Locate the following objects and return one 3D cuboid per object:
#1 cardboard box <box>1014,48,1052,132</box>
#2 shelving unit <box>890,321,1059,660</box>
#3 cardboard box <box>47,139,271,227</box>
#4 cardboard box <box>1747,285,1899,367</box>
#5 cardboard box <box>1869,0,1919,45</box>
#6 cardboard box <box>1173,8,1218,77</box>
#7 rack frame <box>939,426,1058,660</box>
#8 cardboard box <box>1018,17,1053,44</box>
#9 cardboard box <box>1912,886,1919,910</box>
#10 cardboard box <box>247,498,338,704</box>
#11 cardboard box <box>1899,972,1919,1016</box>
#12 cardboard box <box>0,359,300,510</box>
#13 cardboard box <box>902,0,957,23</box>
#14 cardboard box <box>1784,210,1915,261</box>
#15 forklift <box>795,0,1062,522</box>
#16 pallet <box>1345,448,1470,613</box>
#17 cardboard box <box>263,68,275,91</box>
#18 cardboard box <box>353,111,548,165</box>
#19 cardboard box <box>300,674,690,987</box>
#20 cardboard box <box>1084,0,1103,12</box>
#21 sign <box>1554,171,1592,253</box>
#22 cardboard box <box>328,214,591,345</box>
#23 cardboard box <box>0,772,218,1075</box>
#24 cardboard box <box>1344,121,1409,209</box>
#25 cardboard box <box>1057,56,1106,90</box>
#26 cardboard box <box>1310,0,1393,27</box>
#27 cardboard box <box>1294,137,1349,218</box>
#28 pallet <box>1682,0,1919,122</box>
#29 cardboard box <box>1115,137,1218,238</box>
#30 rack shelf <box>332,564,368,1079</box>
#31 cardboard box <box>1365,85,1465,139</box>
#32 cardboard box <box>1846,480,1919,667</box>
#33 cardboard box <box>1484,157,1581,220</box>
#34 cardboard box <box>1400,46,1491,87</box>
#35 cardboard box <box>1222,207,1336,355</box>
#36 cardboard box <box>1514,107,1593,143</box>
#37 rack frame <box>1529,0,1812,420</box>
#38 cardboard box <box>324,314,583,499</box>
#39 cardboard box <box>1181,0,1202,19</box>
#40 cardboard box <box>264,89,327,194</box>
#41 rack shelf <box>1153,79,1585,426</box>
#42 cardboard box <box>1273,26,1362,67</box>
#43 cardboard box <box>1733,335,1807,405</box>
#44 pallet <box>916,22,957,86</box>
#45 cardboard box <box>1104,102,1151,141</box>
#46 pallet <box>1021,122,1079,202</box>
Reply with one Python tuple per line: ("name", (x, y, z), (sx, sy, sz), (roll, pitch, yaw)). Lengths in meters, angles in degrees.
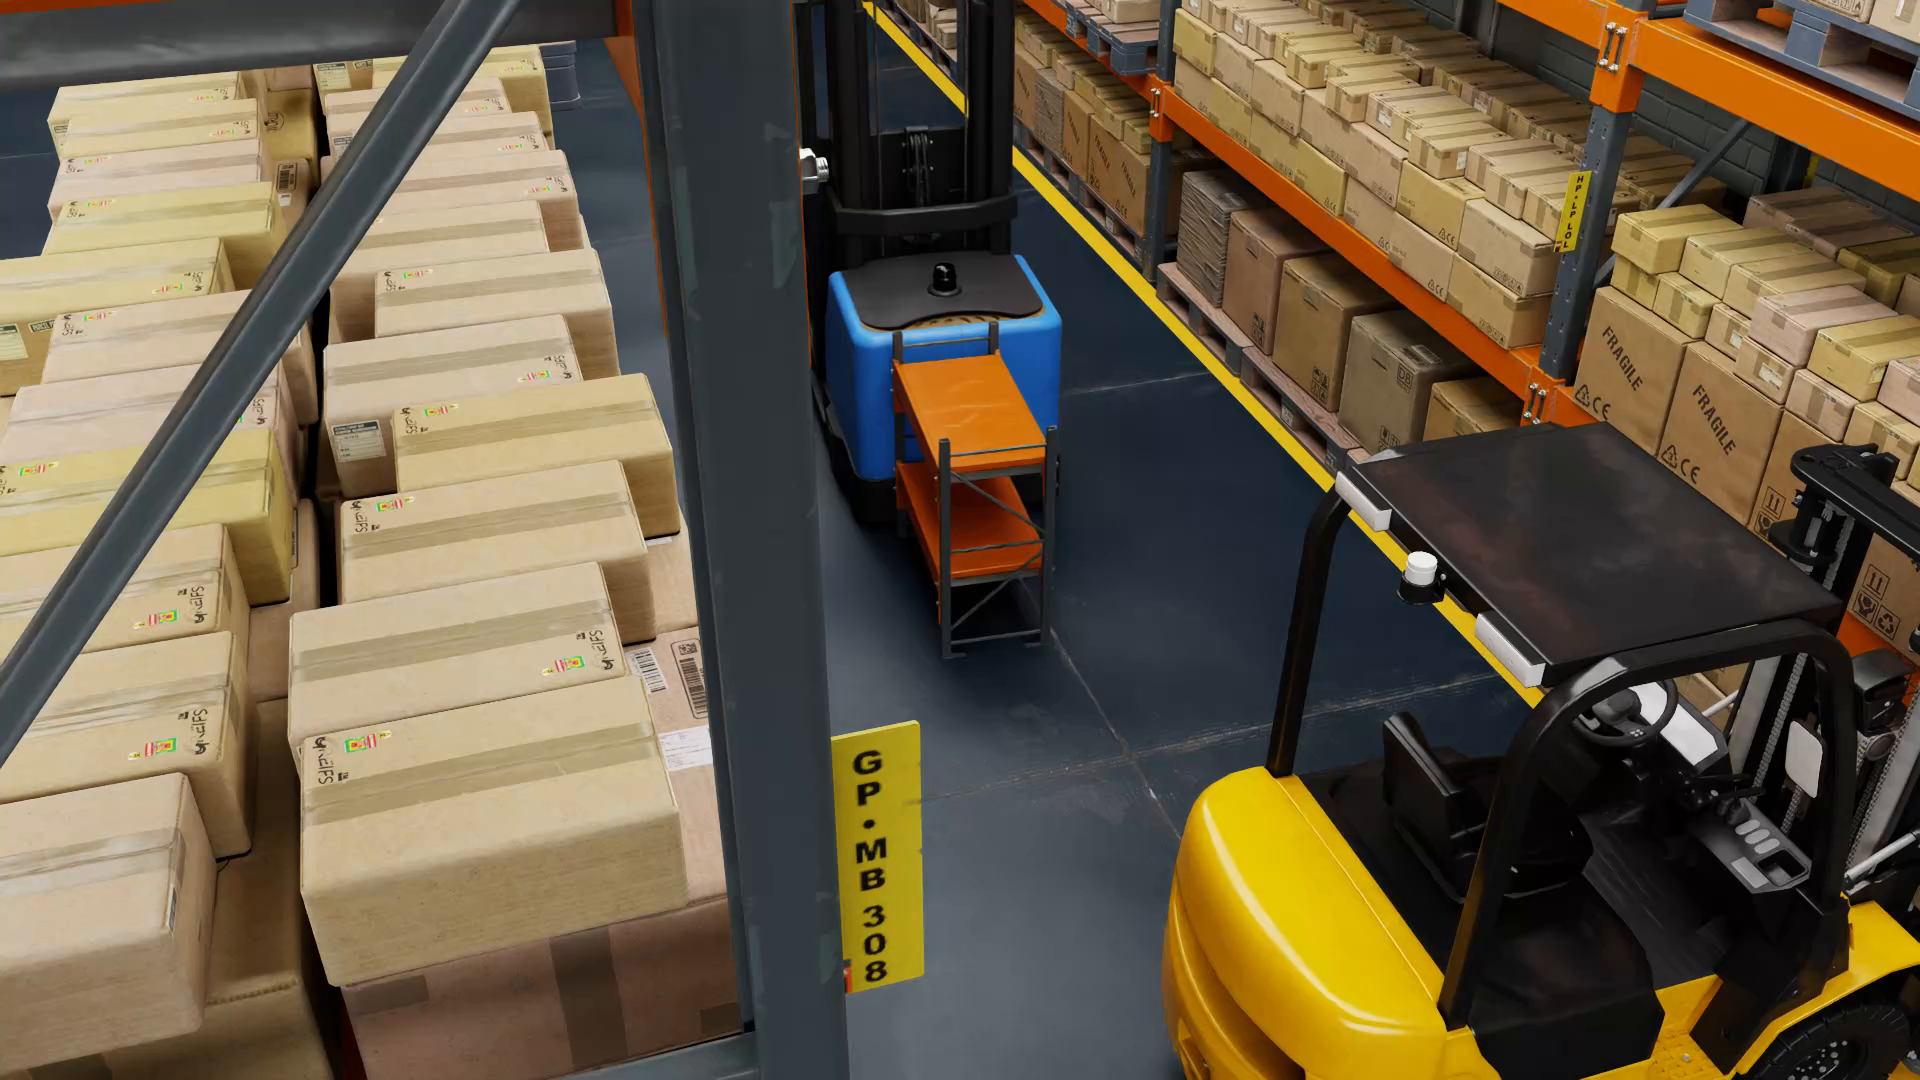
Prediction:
("cardboard box", (0.718, -3.424, 12.598), (0.500, 0.500, 0.500), (-11, 35, -16))
("shelving unit", (0.048, -0.243, 7.597), (0.538, 1.125, 1.048), (-7, 34, -11))
("cardboard box", (-1.586, -0.672, 3.330), (0.380, 0.149, 0.250), (-11, 35, -15))
("cardboard box", (2.953, -0.737, 5.695), (0.380, 0.149, 0.250), (-9, 35, -14))
("cardboard box", (2.987, -1.598, 4.983), (0.380, 0.149, 0.250), (-9, 35, -13))
("cardboard box", (1.564, -2.892, 9.589), (0.500, 0.250, 0.500), (-10, 35, -15))
("rack frame", (0.160, 0.030, 7.184), (0.500, 1.125, 0.032), (-7, 34, -11))
("cardboard box", (0.665, -3.888, 12.711), (0.380, 0.149, 0.250), (-11, 35, -16))
("cardboard box", (3.359, 1.203, 5.368), (0.500, 0.250, 0.500), (-11, 35, -16))
("cardboard box", (-1.153, 0.209, 2.358), (0.500, 0.250, 0.500), (-10, 35, -15))
("cardboard box", (3.394, 1.427, 5.483), (0.500, 0.250, 0.500), (-10, 35, -14))
("cardboard box", (-1.219, -0.139, 2.523), (0.380, 0.149, 0.250), (-10, 35, -15))
("cardboard box", (-0.119, -5.020, 15.012), (0.700, 0.500, 0.500), (-11, 35, -17))
("cardboard box", (3.327, -1.105, 6.253), (0.380, 0.149, 0.250), (-11, 35, -16))
("forklift", (-0.320, -2.118, 8.797), (1.130, 2.935, 3.031), (-7, 34, -11))
("pallet", (2.643, -0.141, 8.272), (1.003, 0.211, 1.213), (-10, 35, -15))
("cardboard box", (-1.929, -1.215, 4.152), (0.380, 0.149, 0.250), (-9, 35, -13))
("cardboard box", (-1.056, -0.768, 3.474), (0.380, 0.149, 0.250), (-10, 35, -14))
("cardboard box", (-0.515, 0.312, 1.841), (0.380, 0.149, 0.250), (-10, 35, -15))
("cardboard box", (1.055, -3.637, 10.788), (0.500, 0.250, 0.500), (-12, 35, -17))
("sign", (2.391, -1.278, 6.485), (0.100, 0.325, 0.005), (-10, 35, -15))
("cardboard box", (-0.963, -0.415, 3.302), (0.500, 0.250, 0.500), (-9, 35, -14))
("cardboard box", (-0.985, 0.405, 1.700), (0.380, 0.149, 0.250), (-10, 35, -14))
("cardboard box", (2.198, -1.824, 7.971), (0.500, 0.250, 0.500), (-9, 35, -14))
("cardboard box", (0.915, -3.345, 11.890), (0.380, 0.149, 0.250), (-12, 35, -17))
("cardboard box", (2.184, -2.935, 9.292), (0.380, 0.149, 0.250), (-10, 35, -15))
("cardboard box", (2.057, -1.881, 8.512), (0.500, 0.250, 0.500), (-9, 34, -13))
("pallet", (3.190, -1.695, 5.455), (1.003, 0.211, 1.213), (-10, 35, -15))
("cardboard box", (1.351, -2.343, 10.961), (0.500, 0.500, 0.500), (-9, 35, -13))
("rack shelf", (-1.211, 0.011, 3.444), (1.077, 0.370, 4.000), (-10, 35, -15))
("cardboard box", (2.172, -2.045, 7.944), (0.380, 0.149, 0.250), (-10, 35, -14))
("cardboard box", (3.255, 0.115, 5.265), (0.500, 0.500, 0.500), (-10, 35, -14))
("cardboard box", (2.494, -1.511, 7.137), (0.380, 0.149, 0.250), (-11, 35, -15))
("cardboard box", (2.464, -2.397, 8.478), (0.380, 0.149, 0.250), (-9, 35, -13))
("cardboard box", (2.069, -1.537, 9.629), (0.875, 0.625, 0.625), (-9, 34, -13))
("cardboard box", (2.797, -1.869, 7.679), (0.380, 0.149, 0.250), (-10, 35, -15))
("rack frame", (2.905, -0.924, 6.928), (1.000, 3.000, 0.127), (-10, 35, -15))
("cardboard box", (-0.797, -0.217, 2.642), (0.380, 0.149, 0.250), (-10, 35, -15))
("cardboard box", (1.502, -3.120, 9.572), (0.380, 0.149, 0.250), (-9, 35, -13))
("cardboard box", (-1.781, -0.854, 3.968), (0.500, 0.250, 0.500), (-10, 35, -15))
("rack shelf", (2.295, -1.674, 8.716), (1.077, 0.370, 4.000), (-10, 35, -15))
("cardboard box", (1.884, -2.587, 8.766), (0.380, 0.149, 0.250), (-10, 35, -14))
("cardboard box", (2.943, -0.615, 5.781), (0.380, 0.149, 0.250), (-9, 35, -14))
("pallet", (0.256, -4.322, 14.599), (1.003, 0.211, 1.213), (-10, 35, -15))
("cardboard box", (1.180, -2.782, 11.038), (0.380, 0.149, 0.250), (-12, 35, -17))
("pallet", (1.125, -2.899, 12.446), (1.003, 0.211, 1.213), (-10, 35, -15))
